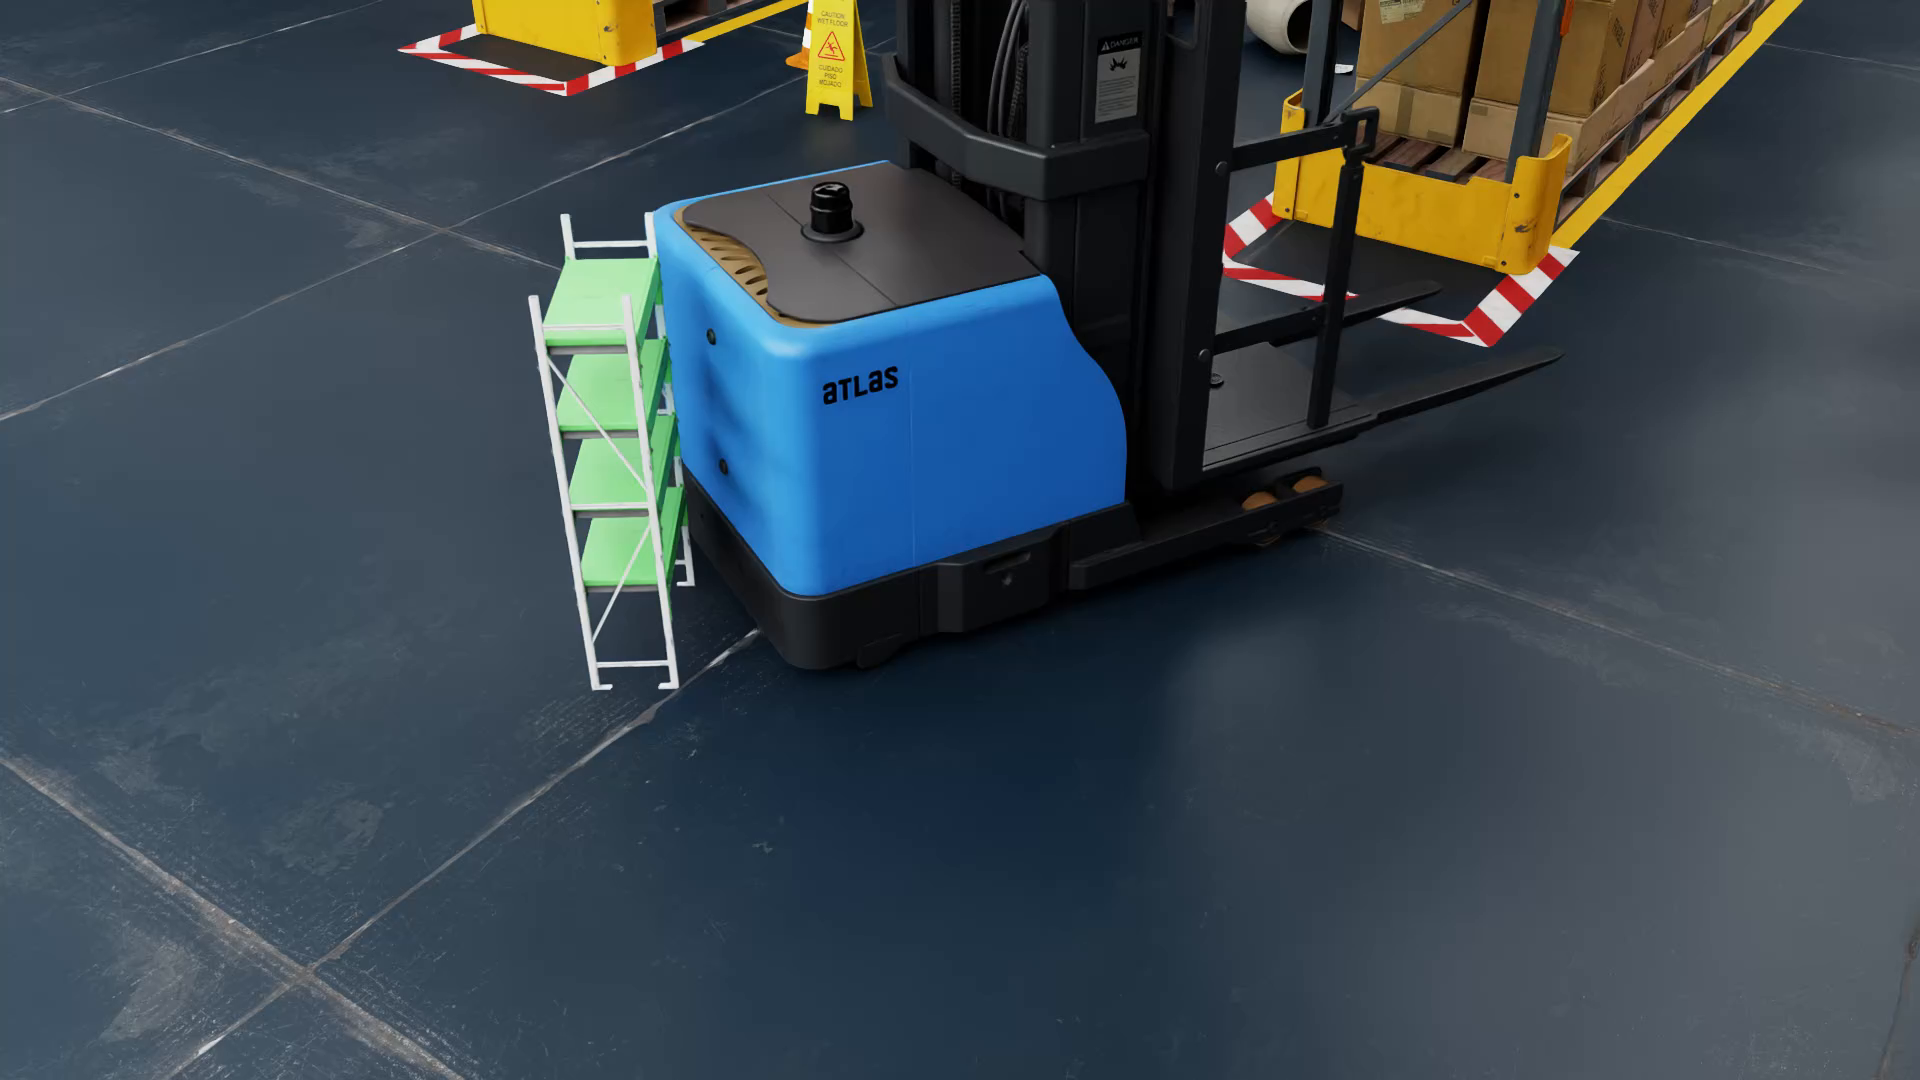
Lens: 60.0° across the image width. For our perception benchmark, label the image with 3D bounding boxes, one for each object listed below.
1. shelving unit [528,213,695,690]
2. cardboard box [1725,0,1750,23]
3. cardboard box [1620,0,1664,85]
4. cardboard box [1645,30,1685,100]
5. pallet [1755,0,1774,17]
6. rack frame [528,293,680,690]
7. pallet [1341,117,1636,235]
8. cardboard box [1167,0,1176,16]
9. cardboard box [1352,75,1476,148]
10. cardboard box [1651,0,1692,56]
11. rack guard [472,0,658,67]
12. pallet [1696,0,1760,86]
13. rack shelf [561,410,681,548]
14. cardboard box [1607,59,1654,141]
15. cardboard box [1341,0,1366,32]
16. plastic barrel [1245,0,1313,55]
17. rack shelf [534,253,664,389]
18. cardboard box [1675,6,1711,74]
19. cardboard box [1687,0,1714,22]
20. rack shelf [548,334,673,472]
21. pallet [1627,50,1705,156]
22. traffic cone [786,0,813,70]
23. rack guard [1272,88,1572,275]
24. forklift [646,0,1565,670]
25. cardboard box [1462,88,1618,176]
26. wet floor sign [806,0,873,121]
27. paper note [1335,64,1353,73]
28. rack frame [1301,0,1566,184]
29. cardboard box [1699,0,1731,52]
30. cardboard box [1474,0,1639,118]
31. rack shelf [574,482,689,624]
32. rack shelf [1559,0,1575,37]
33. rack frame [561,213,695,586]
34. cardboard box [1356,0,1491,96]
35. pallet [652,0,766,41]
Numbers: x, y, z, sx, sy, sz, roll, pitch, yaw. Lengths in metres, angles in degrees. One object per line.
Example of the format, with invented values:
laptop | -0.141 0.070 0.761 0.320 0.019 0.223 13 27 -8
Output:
shelving unit | -0.916 -0.222 4.507 0.258 1.200 0.503 -2 34 -2
cardboard box | 4.063 -3.070 9.191 0.500 0.250 0.500 23 40 30
cardboard box | 2.894 -2.434 7.581 0.500 0.500 0.500 20 39 27
cardboard box | 3.184 -2.357 8.138 0.500 0.250 0.500 24 41 31
pallet | 4.622 -3.596 10.380 1.003 0.211 1.213 21 39 28
rack frame | -0.906 -0.086 4.305 0.240 1.200 0.015 -2 34 -2
pallet | 2.435 -1.794 7.715 1.003 0.211 1.213 21 39 28
cardboard box | 0.821 -3.135 9.436 0.797 0.503 0.637 -3 34 -4
cardboard box | 2.153 -2.056 7.692 0.500 0.250 0.500 21 39 28
cardboard box | 3.186 -2.662 7.919 0.500 0.500 0.500 22 40 29
rack guard | -2.239 -3.040 9.299 1.175 0.500 0.348 21 39 28
pallet | 3.826 -2.917 9.375 1.003 0.211 1.213 21 39 28
rack shelf | -0.916 -0.169 4.543 0.258 0.148 0.480 -2 34 -2
cardboard box | 2.883 -2.102 7.761 0.500 0.250 0.500 23 40 30
cardboard box | 2.451 -3.300 9.681 0.500 0.500 0.500 -9 35 -13
plastic barrel | 1.833 -2.919 9.188 0.421 0.421 0.512 -9 35 -13
rack shelf | -0.918 -0.567 4.274 0.258 0.148 0.480 -2 34 -2
cardboard box | 3.474 -2.589 8.480 0.500 0.250 0.500 22 40 29
cardboard box | 3.484 -2.911 8.286 0.500 0.500 0.500 24 41 31
rack shelf | -0.917 -0.368 4.408 0.258 0.148 0.480 -2 34 -2
pallet | 3.131 -2.353 8.542 1.003 0.211 1.213 21 39 28
traffic cone | -0.756 -2.826 9.017 0.336 0.463 0.334 21 39 28
rack guard | 1.942 -1.551 7.098 1.175 0.500 0.348 21 39 28
forklift | 0.631 -1.439 4.762 3.031 2.935 1.130 -17 38 -23
cardboard box | 2.586 -1.870 7.417 0.500 0.250 0.500 21 39 28
wet floor sign | -0.615 -2.465 8.320 0.267 0.644 0.232 14 37 20
paper note | 2.056 -2.564 9.014 0.142 0.019 0.148 8 35 12
rack frame | 1.899 -2.552 6.346 1.000 3.000 0.127 21 39 28
cardboard box | 3.768 -2.821 8.824 0.500 0.250 0.500 20 39 27
cardboard box | 2.599 -2.192 7.223 0.500 0.500 0.500 20 39 27
rack shelf | -0.915 0.029 4.677 0.258 0.148 0.480 -2 34 -2
rack shelf | 3.039 -3.174 7.908 1.077 0.370 4.000 21 39 28
rack frame | -0.927 -0.359 4.709 0.240 1.200 0.015 -2 34 -2
cardboard box | 2.142 -2.349 7.457 0.500 0.500 0.500 22 40 28
pallet | -1.834 -3.324 9.977 1.003 0.211 1.213 21 39 28
